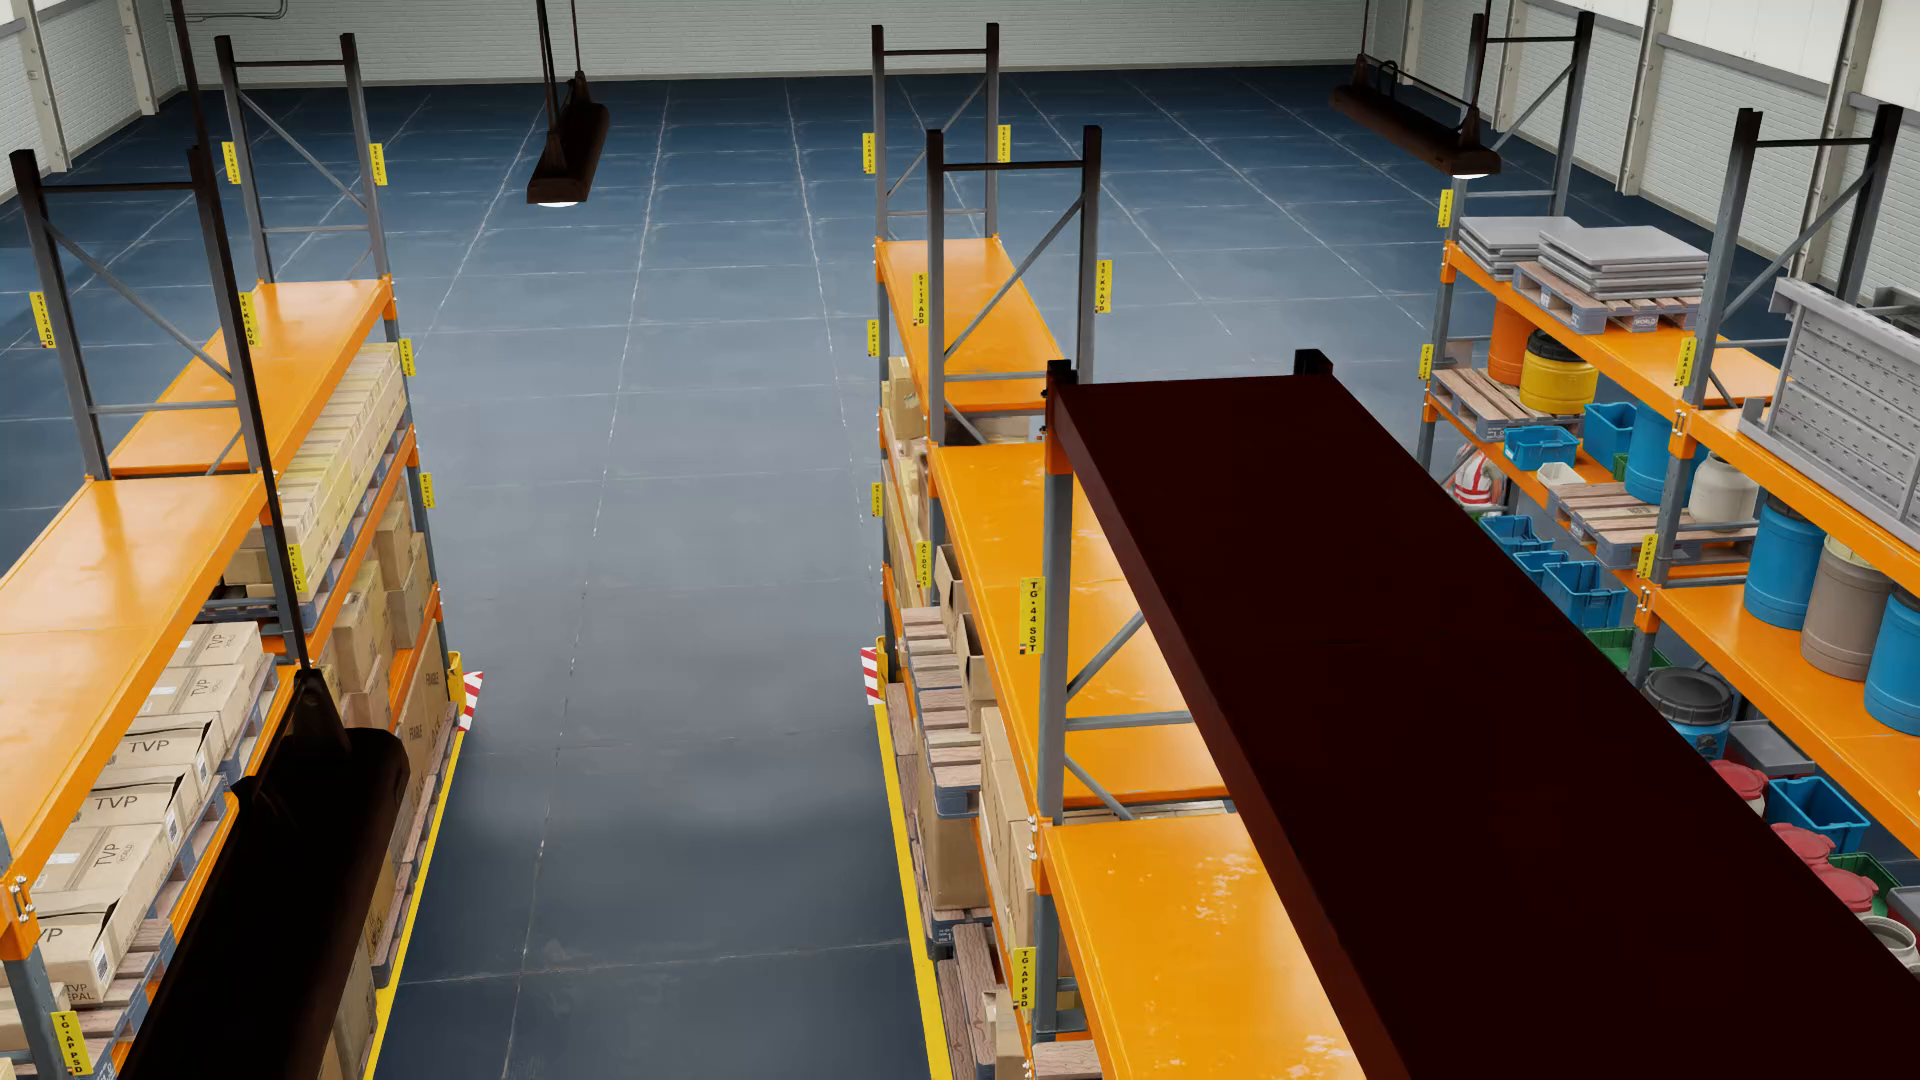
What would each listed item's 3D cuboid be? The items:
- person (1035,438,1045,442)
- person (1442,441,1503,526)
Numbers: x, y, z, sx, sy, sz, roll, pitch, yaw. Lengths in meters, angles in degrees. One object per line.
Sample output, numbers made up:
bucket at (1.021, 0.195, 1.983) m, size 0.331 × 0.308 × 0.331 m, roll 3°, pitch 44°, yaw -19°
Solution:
person at (0.857, -0.259, 17.125) m, size 0.511 × 1.677 × 0.621 m, roll 6°, pitch 26°, yaw 13°
person at (5.192, -0.388, 17.216) m, size 0.931 × 1.753 × 0.520 m, roll -8°, pitch 27°, yaw -17°
